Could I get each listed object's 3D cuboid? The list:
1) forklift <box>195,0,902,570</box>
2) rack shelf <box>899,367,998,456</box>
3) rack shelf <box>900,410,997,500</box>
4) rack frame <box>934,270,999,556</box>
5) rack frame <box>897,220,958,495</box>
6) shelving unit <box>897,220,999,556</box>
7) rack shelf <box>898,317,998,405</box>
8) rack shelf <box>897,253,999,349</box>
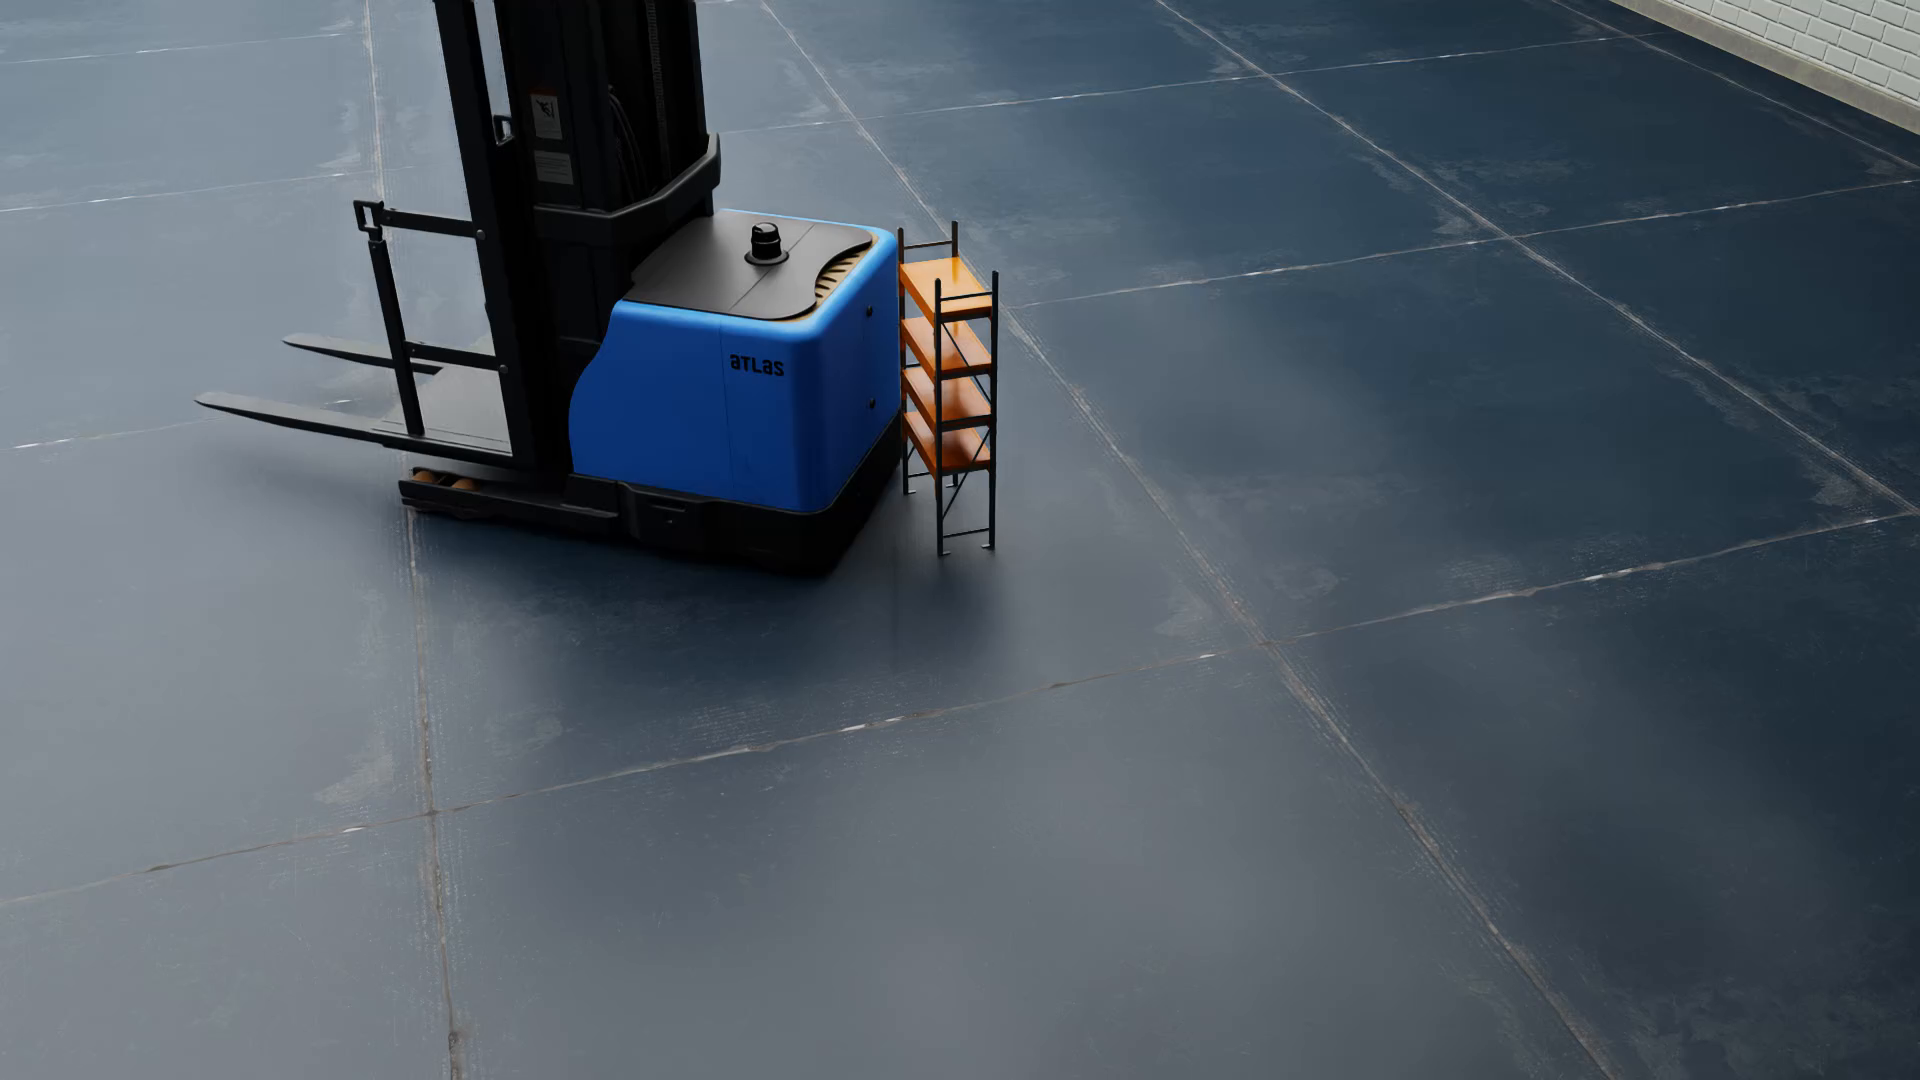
[{"bbox_3d":[-1.806,-1.572,6.471,3.031,2.935,1.130,10,35,15],"label":"forklift"},{"bbox_3d":[-0.050,-0.531,6.588,0.258,0.148,0.480,-10,35,-15],"label":"rack shelf"},{"bbox_3d":[-0.050,-0.366,6.697,0.258,0.148,0.480,-10,35,-15],"label":"rack shelf"},{"bbox_3d":[0.024,-0.459,6.357,0.240,1.200,0.015,-10,35,-15],"label":"rack frame"},{"bbox_3d":[-0.125,-0.716,6.745,0.240,1.200,0.015,-10,35,-15],"label":"rack frame"},{"bbox_3d":[-0.050,-0.587,6.551,0.258,1.200,0.503,-10,35,-15],"label":"shelving unit"},{"bbox_3d":[-0.050,-0.718,6.465,0.258,0.148,0.480,-10,35,-15],"label":"rack shelf"},{"bbox_3d":[-0.050,-0.915,6.334,0.258,0.148,0.480,-10,35,-15],"label":"rack shelf"}]
